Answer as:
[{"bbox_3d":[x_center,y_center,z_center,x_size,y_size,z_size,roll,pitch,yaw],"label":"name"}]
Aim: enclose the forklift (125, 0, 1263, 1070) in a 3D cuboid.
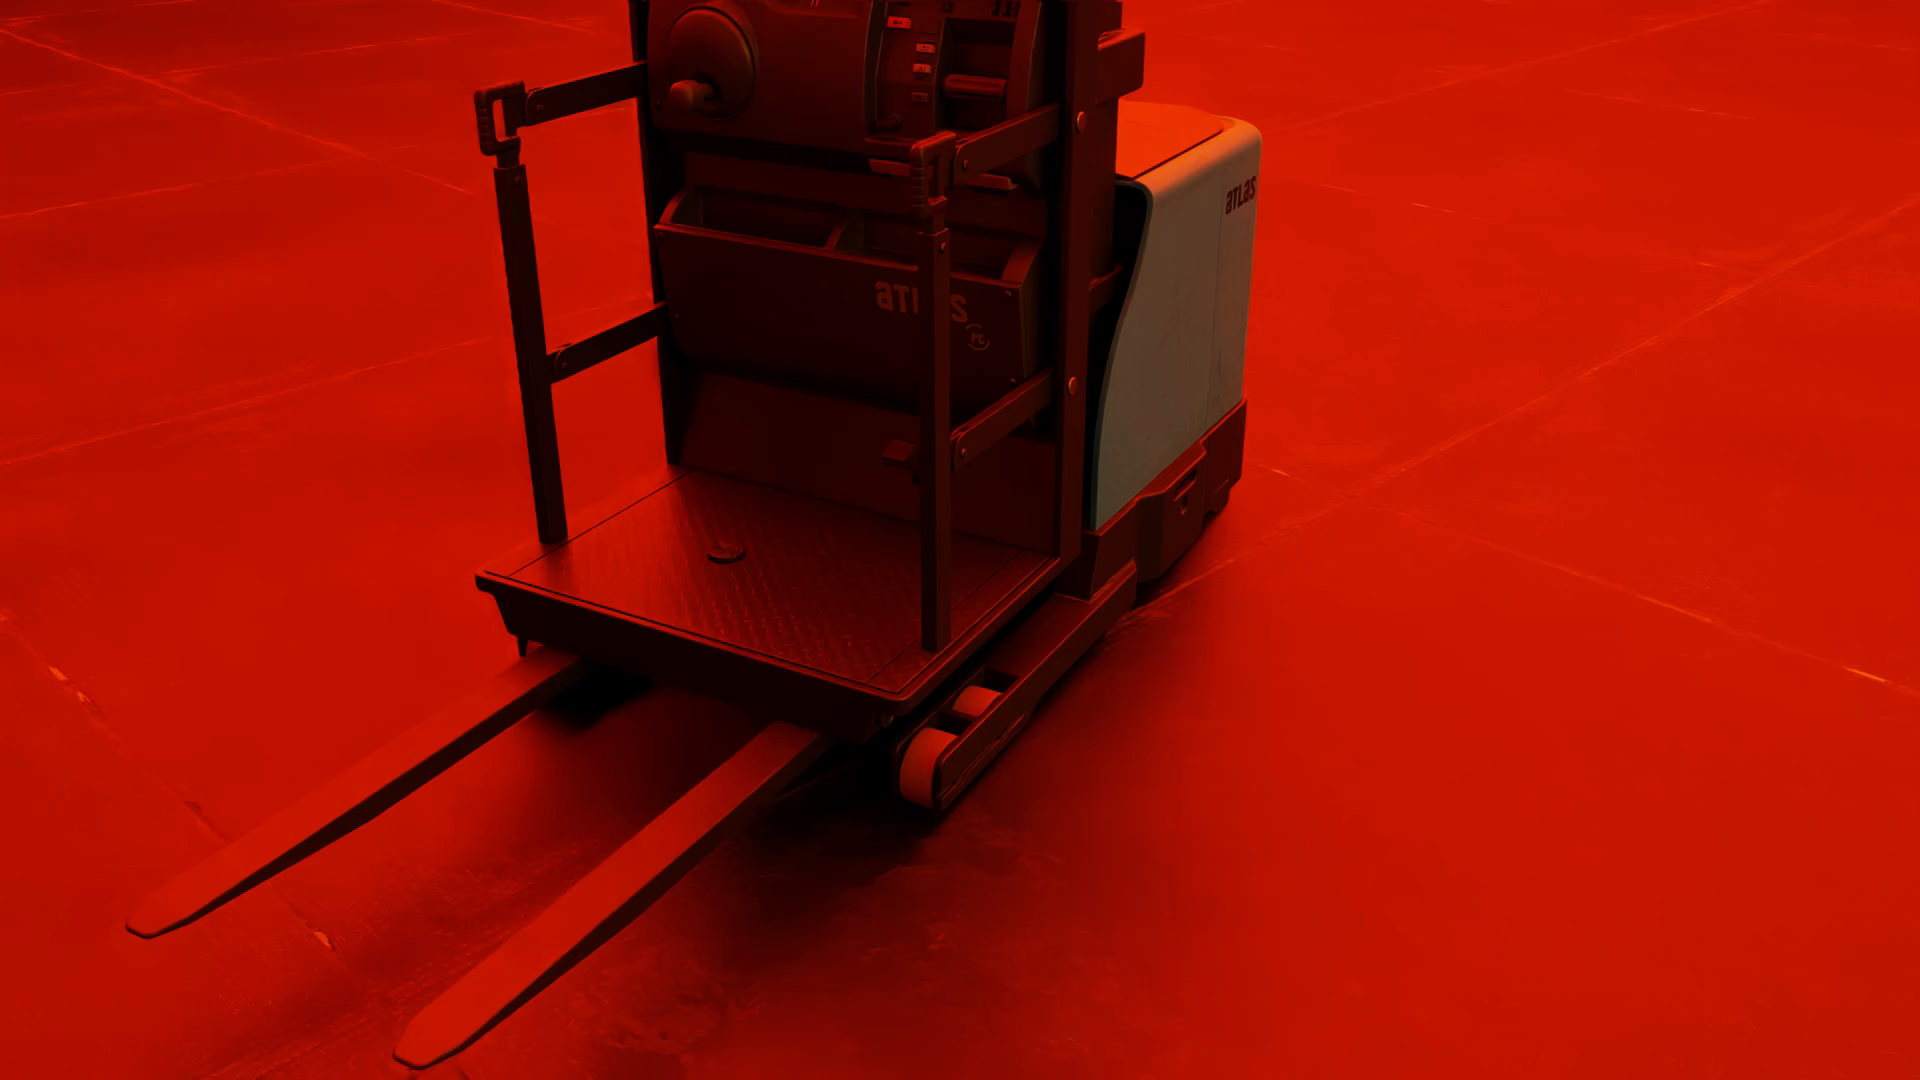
[{"bbox_3d":[-0.351,-0.990,3.233,1.130,2.935,3.031,14,29,26],"label":"forklift"}]
